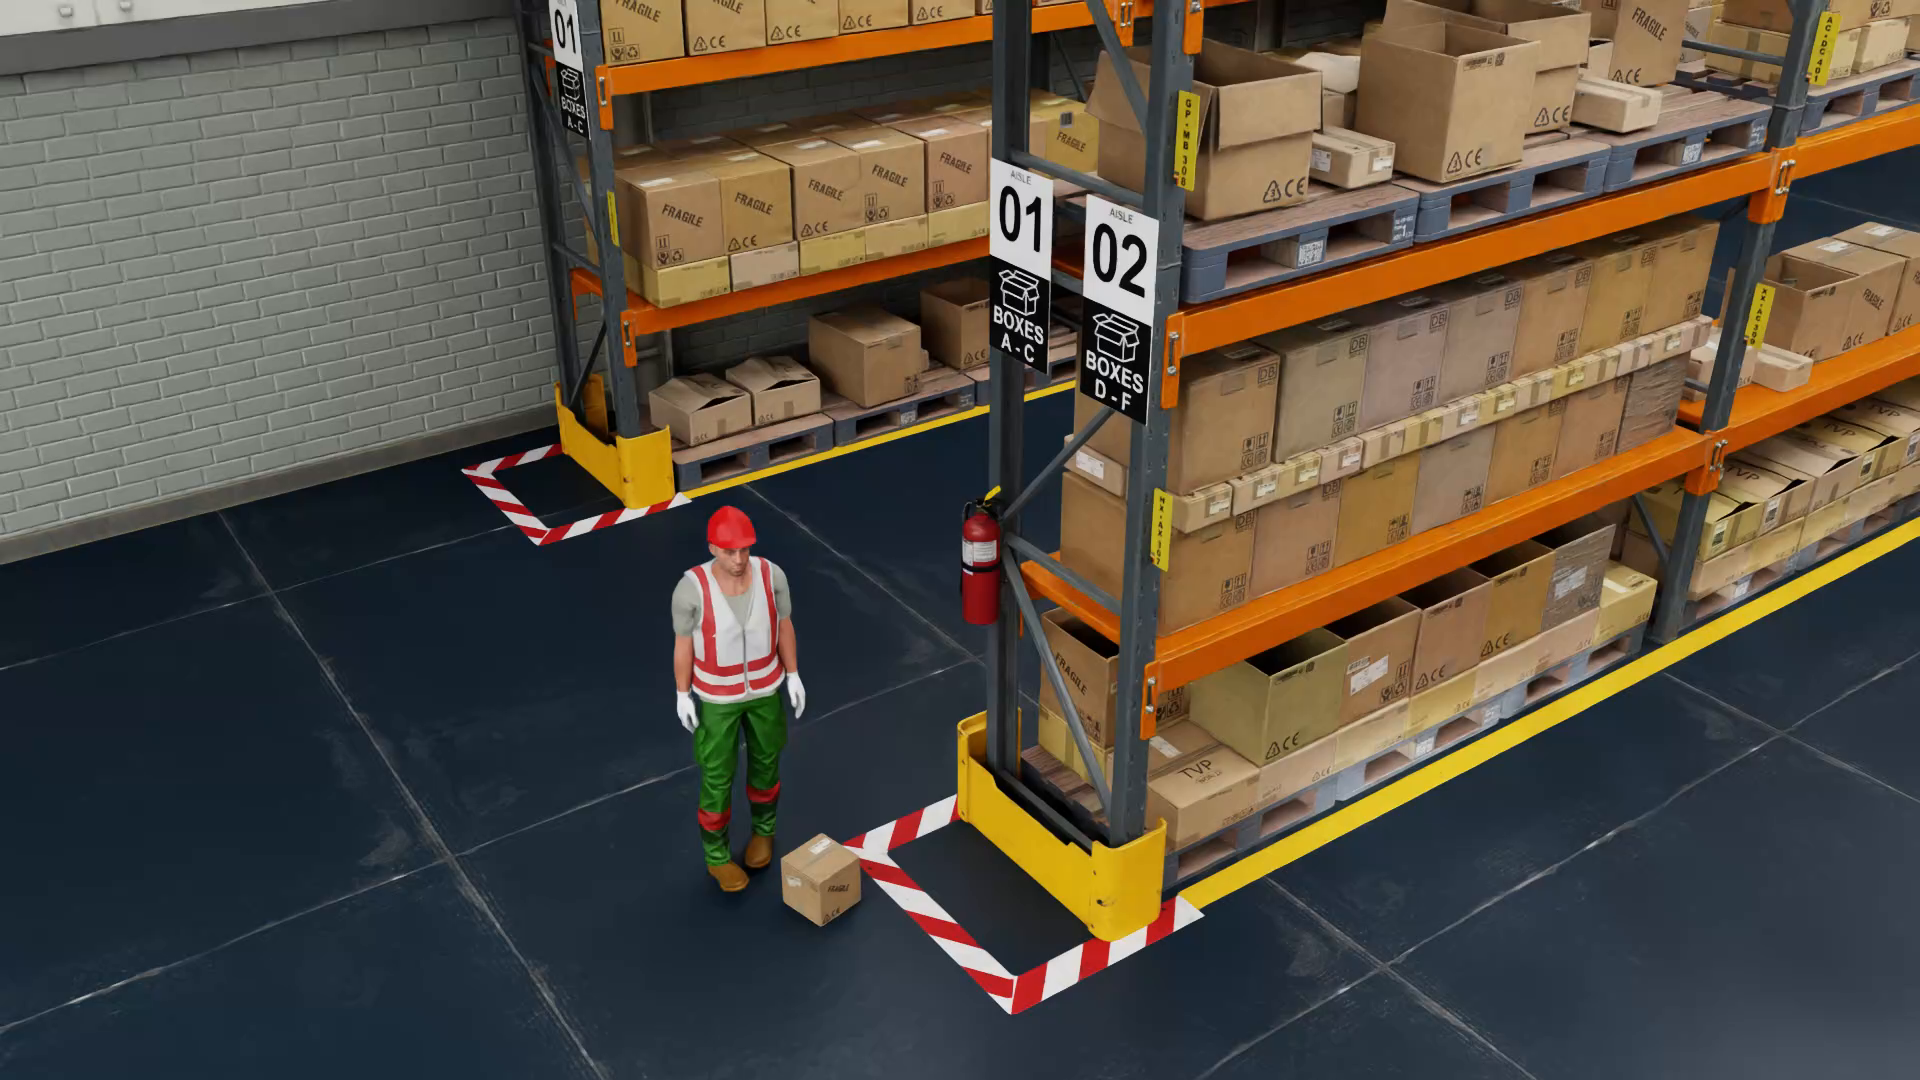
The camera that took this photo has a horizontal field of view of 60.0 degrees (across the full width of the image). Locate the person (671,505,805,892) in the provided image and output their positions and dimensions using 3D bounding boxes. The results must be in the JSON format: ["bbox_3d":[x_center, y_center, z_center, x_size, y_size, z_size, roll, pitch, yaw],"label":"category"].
[{"bbox_3d":[-0.939,0.696,7.289,0.568,1.798,0.489,-13,31,-22],"label":"person"}]
